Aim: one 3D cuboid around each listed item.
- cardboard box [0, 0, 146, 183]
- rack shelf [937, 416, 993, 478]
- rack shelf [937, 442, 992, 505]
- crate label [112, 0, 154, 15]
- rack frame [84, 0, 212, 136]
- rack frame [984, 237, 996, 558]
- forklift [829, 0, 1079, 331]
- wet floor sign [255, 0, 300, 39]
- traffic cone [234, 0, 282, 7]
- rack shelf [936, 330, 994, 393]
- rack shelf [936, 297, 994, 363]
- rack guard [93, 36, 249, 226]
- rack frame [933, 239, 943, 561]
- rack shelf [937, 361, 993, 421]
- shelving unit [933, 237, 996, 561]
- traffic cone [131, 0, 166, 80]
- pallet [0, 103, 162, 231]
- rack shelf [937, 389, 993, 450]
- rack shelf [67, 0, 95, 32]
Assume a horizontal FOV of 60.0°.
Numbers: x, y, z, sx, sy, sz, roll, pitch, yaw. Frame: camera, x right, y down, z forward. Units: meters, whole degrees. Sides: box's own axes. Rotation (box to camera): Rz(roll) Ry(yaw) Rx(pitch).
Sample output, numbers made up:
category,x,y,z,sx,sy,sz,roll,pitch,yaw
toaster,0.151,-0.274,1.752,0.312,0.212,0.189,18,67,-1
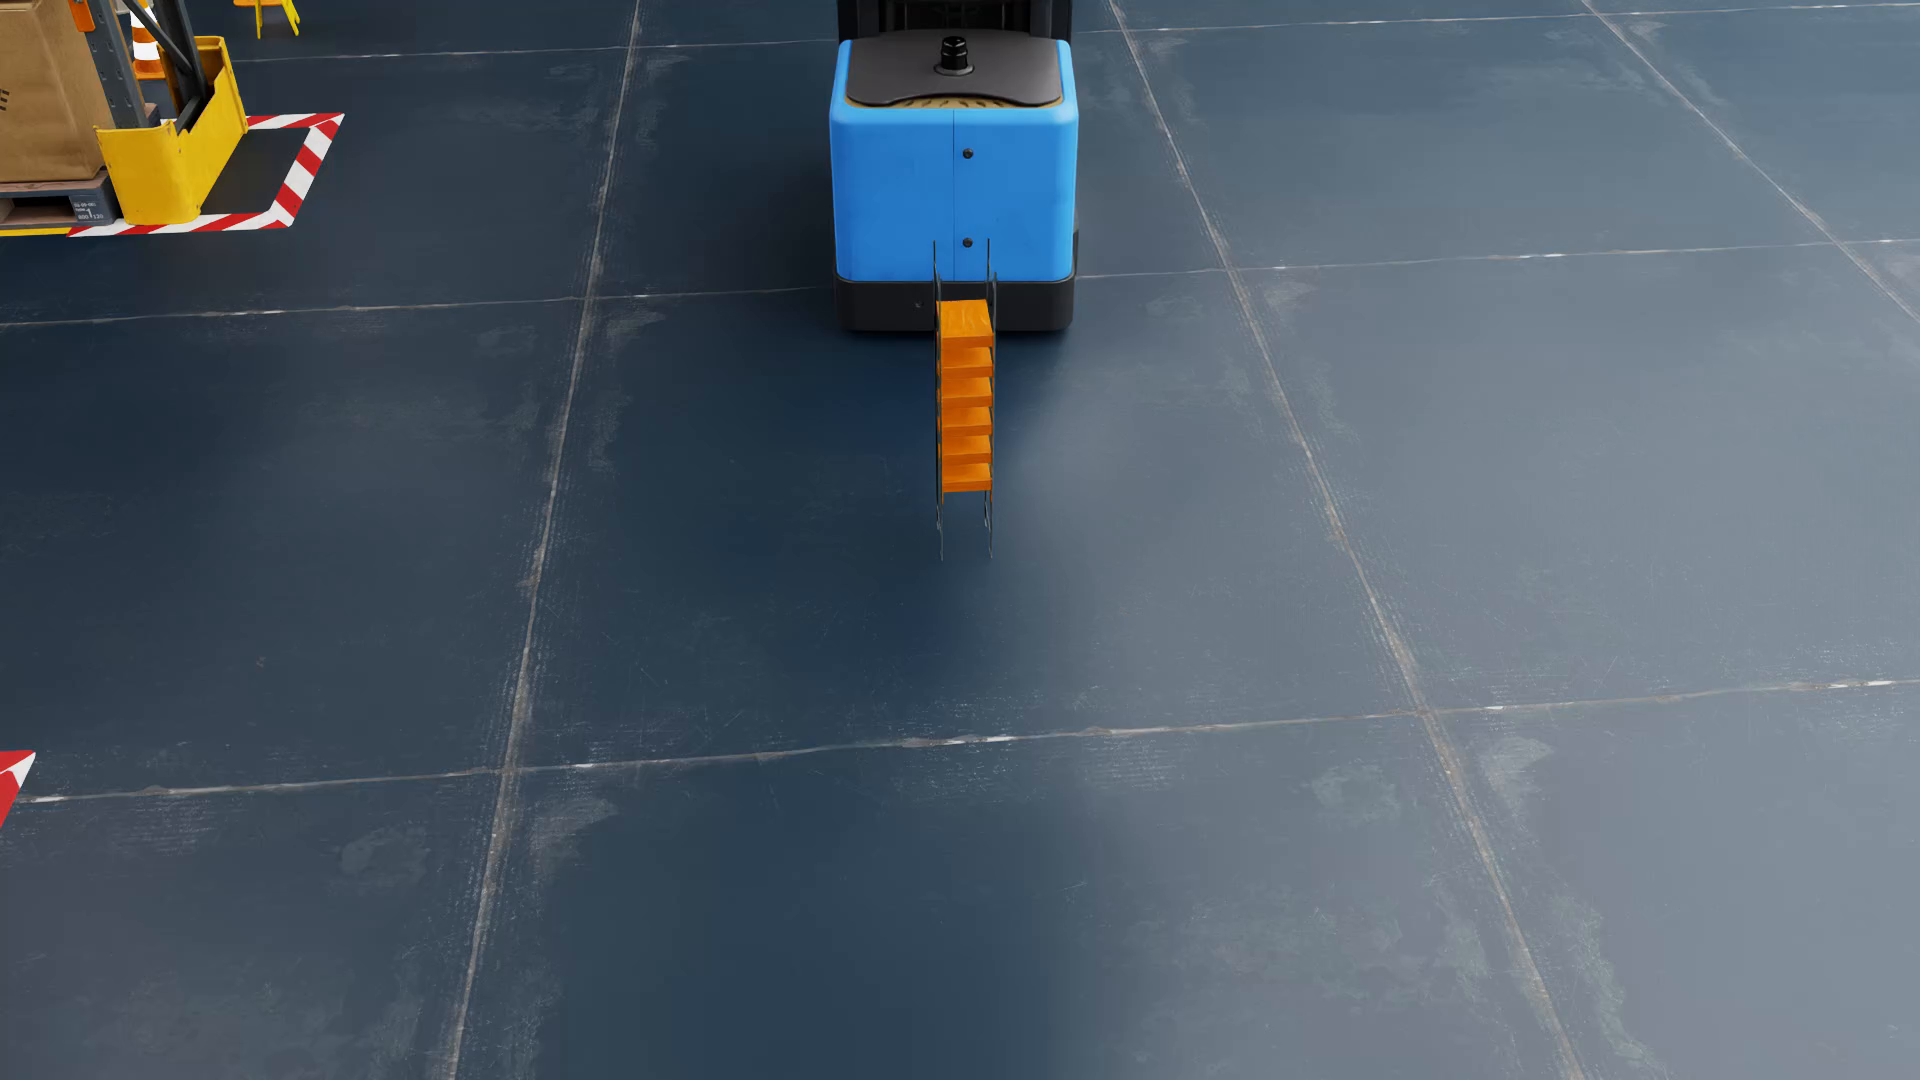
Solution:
category,x,y,z,sx,sy,sz,roll,pitch,yaw
cardboard box,-4.713,-2.349,8.181,0.875,0.875,0.875,-3,38,-4
rack shelf,0.014,-0.343,5.981,0.180,0.103,0.258,-3,38,-4
rack shelf,0.014,-0.249,6.056,0.180,0.103,0.258,-3,38,-4
crate label,-5.237,-3.453,10.516,0.298,0.136,0.250,-24,44,-27
rack frame,-4.043,-3.096,7.752,0.127,3.000,1.000,-3,38,-4
rack frame,0.106,-0.477,5.886,0.006,1.200,0.240,-3,38,-4
forklift,-0.023,-2.950,7.623,1.130,2.935,3.031,0,38,0
wet floor sign,-4.189,-3.395,10.032,0.232,0.644,0.267,-9,39,-12
traffic cone,-4.459,-3.663,10.519,0.334,0.463,0.336,-3,38,-4
rack shelf,0.014,-0.625,5.758,0.180,0.103,0.258,-3,38,-4
rack shelf,0.014,-0.720,5.684,0.180,0.103,0.258,-3,38,-4
rack guard,-4.019,-2.116,8.528,0.348,0.500,1.175,-3,38,-4
rack frame,-0.077,-0.467,5.873,0.006,1.200,0.240,-3,38,-4
rack shelf,0.014,-0.531,5.833,0.180,0.103,0.258,-3,38,-4
shelving unit,0.014,-0.472,5.879,0.189,1.200,0.258,-3,38,-4
traffic cone,-4.698,-2.947,9.611,0.334,0.463,0.336,-3,38,-4
pallet,-4.832,-1.909,8.499,1.213,0.211,1.003,-3,38,-4
rack shelf,0.014,-0.437,5.907,0.180,0.103,0.258,-3,38,-4
rack shelf,-6.035,-2.704,7.836,4.000,0.370,1.077,-3,38,-4
